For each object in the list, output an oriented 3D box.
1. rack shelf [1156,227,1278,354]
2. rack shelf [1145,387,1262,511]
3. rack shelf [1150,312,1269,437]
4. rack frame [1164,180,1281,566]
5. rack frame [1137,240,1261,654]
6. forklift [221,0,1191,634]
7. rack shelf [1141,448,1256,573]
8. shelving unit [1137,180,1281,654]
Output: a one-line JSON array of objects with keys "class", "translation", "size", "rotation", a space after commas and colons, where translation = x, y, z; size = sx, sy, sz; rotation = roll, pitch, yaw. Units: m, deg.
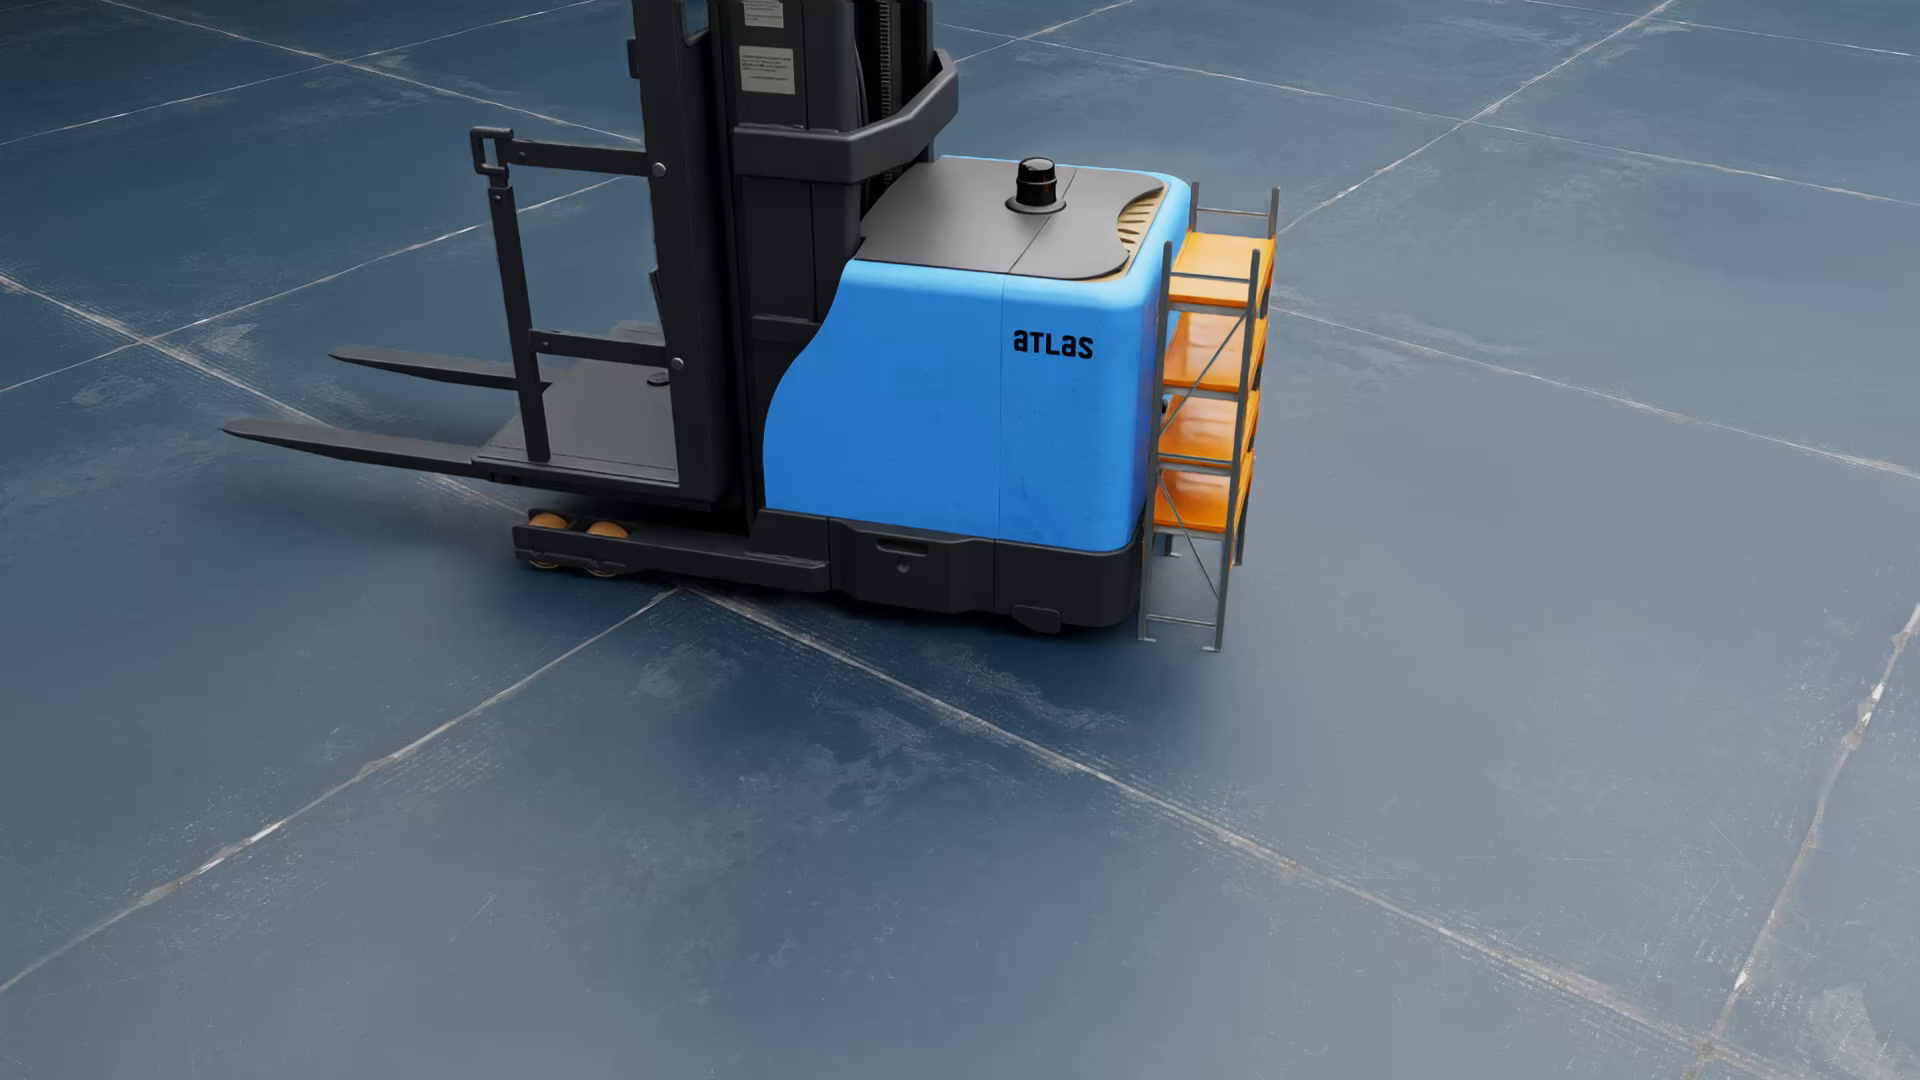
[{"class": "rack shelf", "translation": [0.689, -0.672, 4.436], "size": [0.258, 0.148, 0.480], "rotation": [8, 32, 13]}, {"class": "rack shelf", "translation": [0.689, -0.276, 4.671], "size": [0.258, 0.148, 0.480], "rotation": [8, 32, 13]}, {"class": "rack shelf", "translation": [0.689, -0.469, 4.557], "size": [0.258, 0.148, 0.480], "rotation": [8, 32, 13]}, {"class": "rack frame", "translation": [0.752, -0.454, 4.840], "size": [0.240, 1.200, 0.015], "rotation": [8, 32, 13]}, {"class": "rack frame", "translation": [0.626, -0.214, 4.434], "size": [0.240, 1.200, 0.015], "rotation": [8, 32, 13]}, {"class": "forklift", "translation": [-0.866, -1.397, 4.733], "size": [3.031, 2.935, 1.130], "rotation": [8, 32, 13]}, {"class": "rack shelf", "translation": [0.689, -0.106, 4.772], "size": [0.258, 0.148, 0.480], "rotation": [8, 32, 13]}, {"class": "shelving unit", "translation": [0.689, -0.334, 4.637], "size": [0.258, 1.200, 0.503], "rotation": [8, 32, 13]}]
